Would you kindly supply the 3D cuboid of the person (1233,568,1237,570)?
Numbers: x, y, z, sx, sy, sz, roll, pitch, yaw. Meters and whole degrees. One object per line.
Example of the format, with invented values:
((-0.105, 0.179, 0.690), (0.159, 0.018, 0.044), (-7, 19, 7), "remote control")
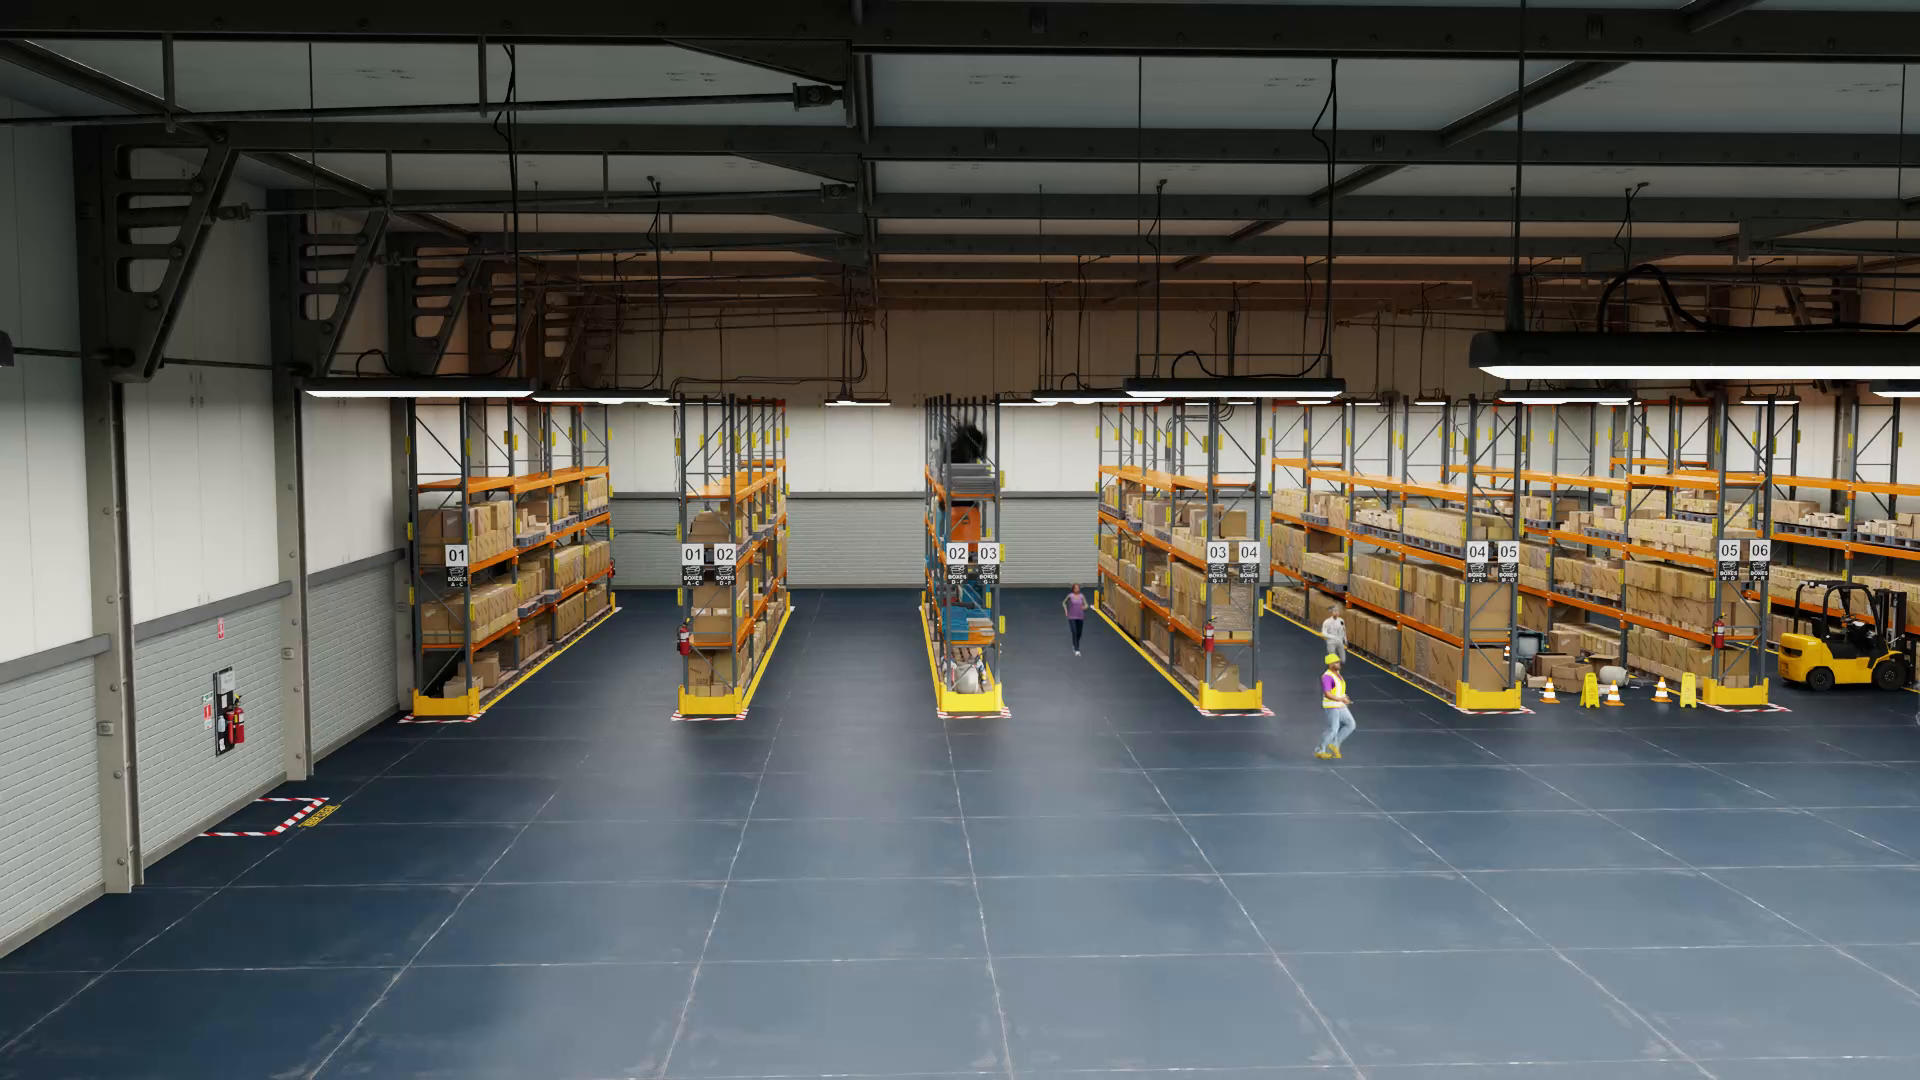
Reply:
((7.658, 1.169, 47.897), (0.700, 1.565, 0.632), (2, 5, 22), "person")

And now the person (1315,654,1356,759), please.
((6.127, 2.715, 27.128), (0.653, 1.737, 0.712), (3, 5, 31), "person")

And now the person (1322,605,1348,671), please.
((7.826, 2.167, 34.578), (0.604, 1.659, 0.530), (-1, 5, -11), "person")

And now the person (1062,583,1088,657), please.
((2.560, 1.747, 36.682), (0.543, 1.594, 0.817), (-1, 5, -10), "person")
